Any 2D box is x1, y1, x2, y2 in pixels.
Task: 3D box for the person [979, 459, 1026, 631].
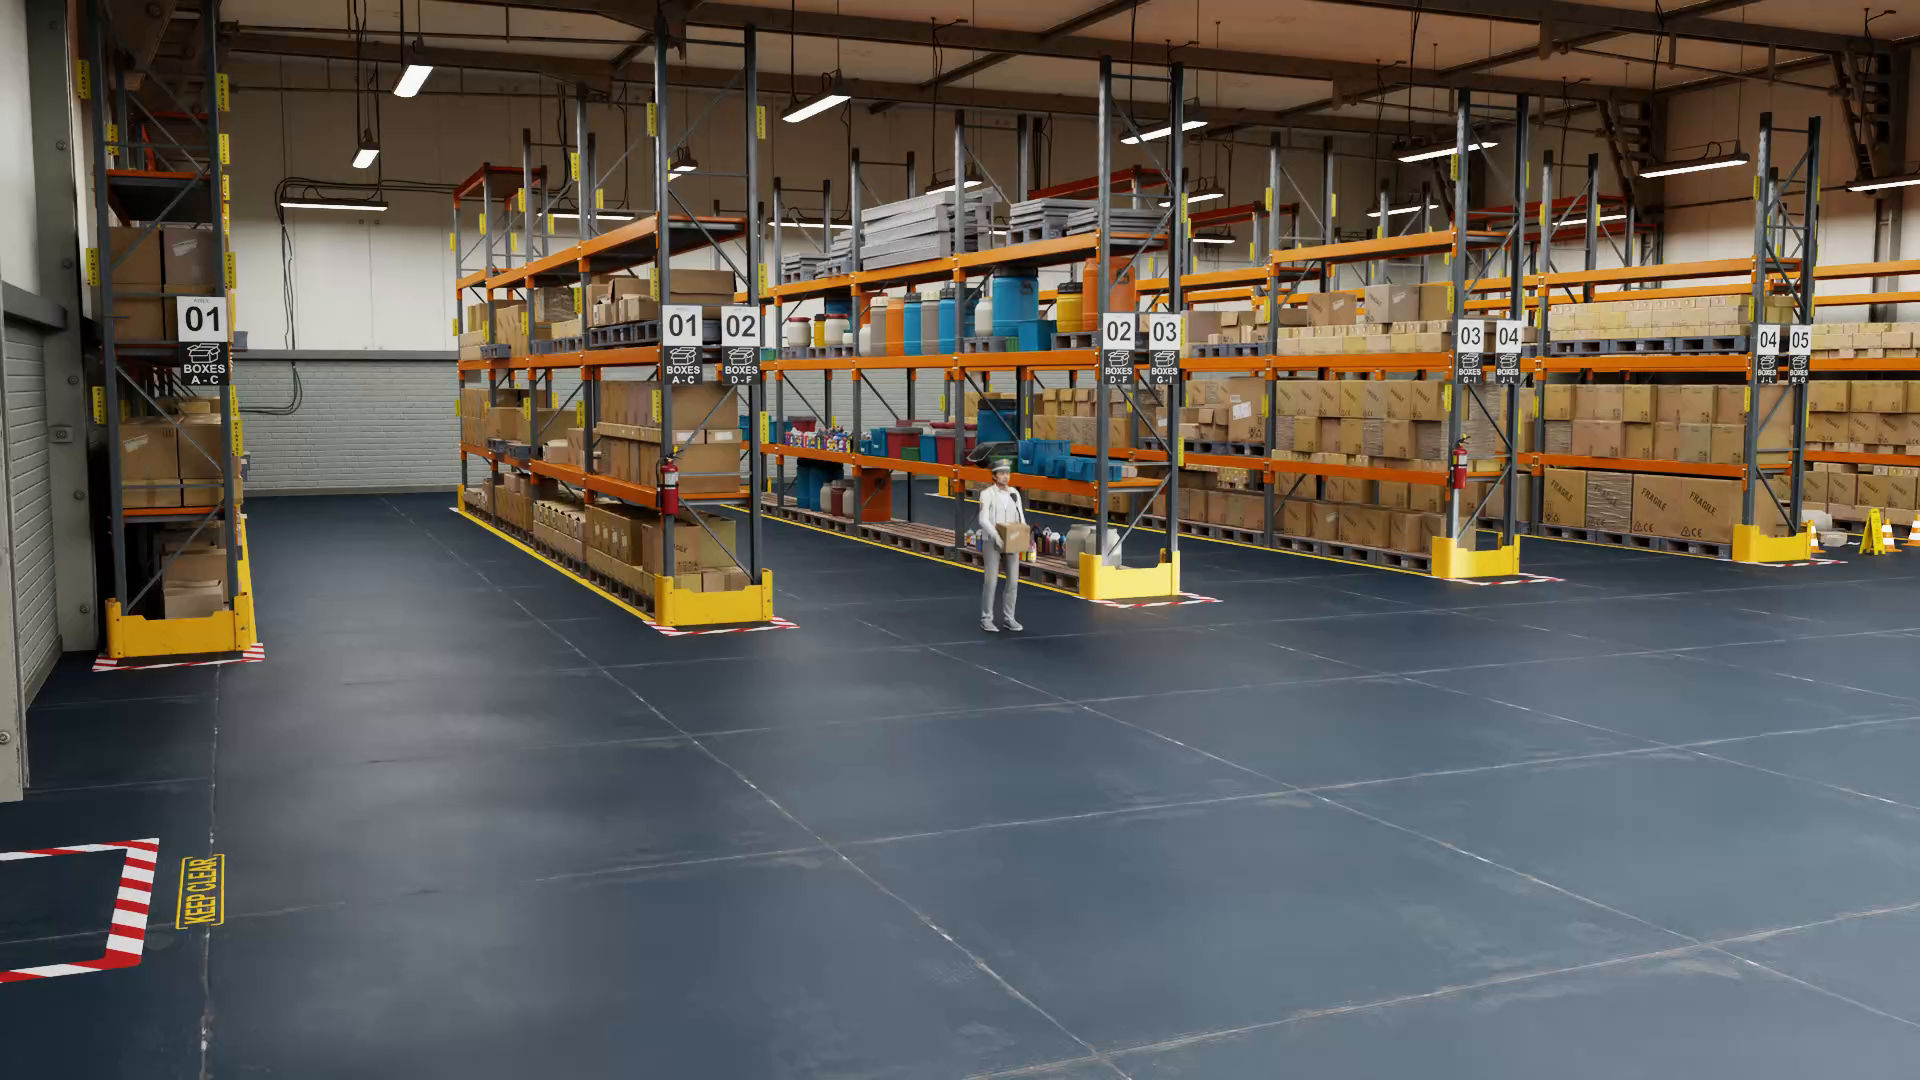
[{"bbox_3d":[0.436,0.046,16.359,0.489,1.692,0.489,-2,6,-24],"label":"person"}]
